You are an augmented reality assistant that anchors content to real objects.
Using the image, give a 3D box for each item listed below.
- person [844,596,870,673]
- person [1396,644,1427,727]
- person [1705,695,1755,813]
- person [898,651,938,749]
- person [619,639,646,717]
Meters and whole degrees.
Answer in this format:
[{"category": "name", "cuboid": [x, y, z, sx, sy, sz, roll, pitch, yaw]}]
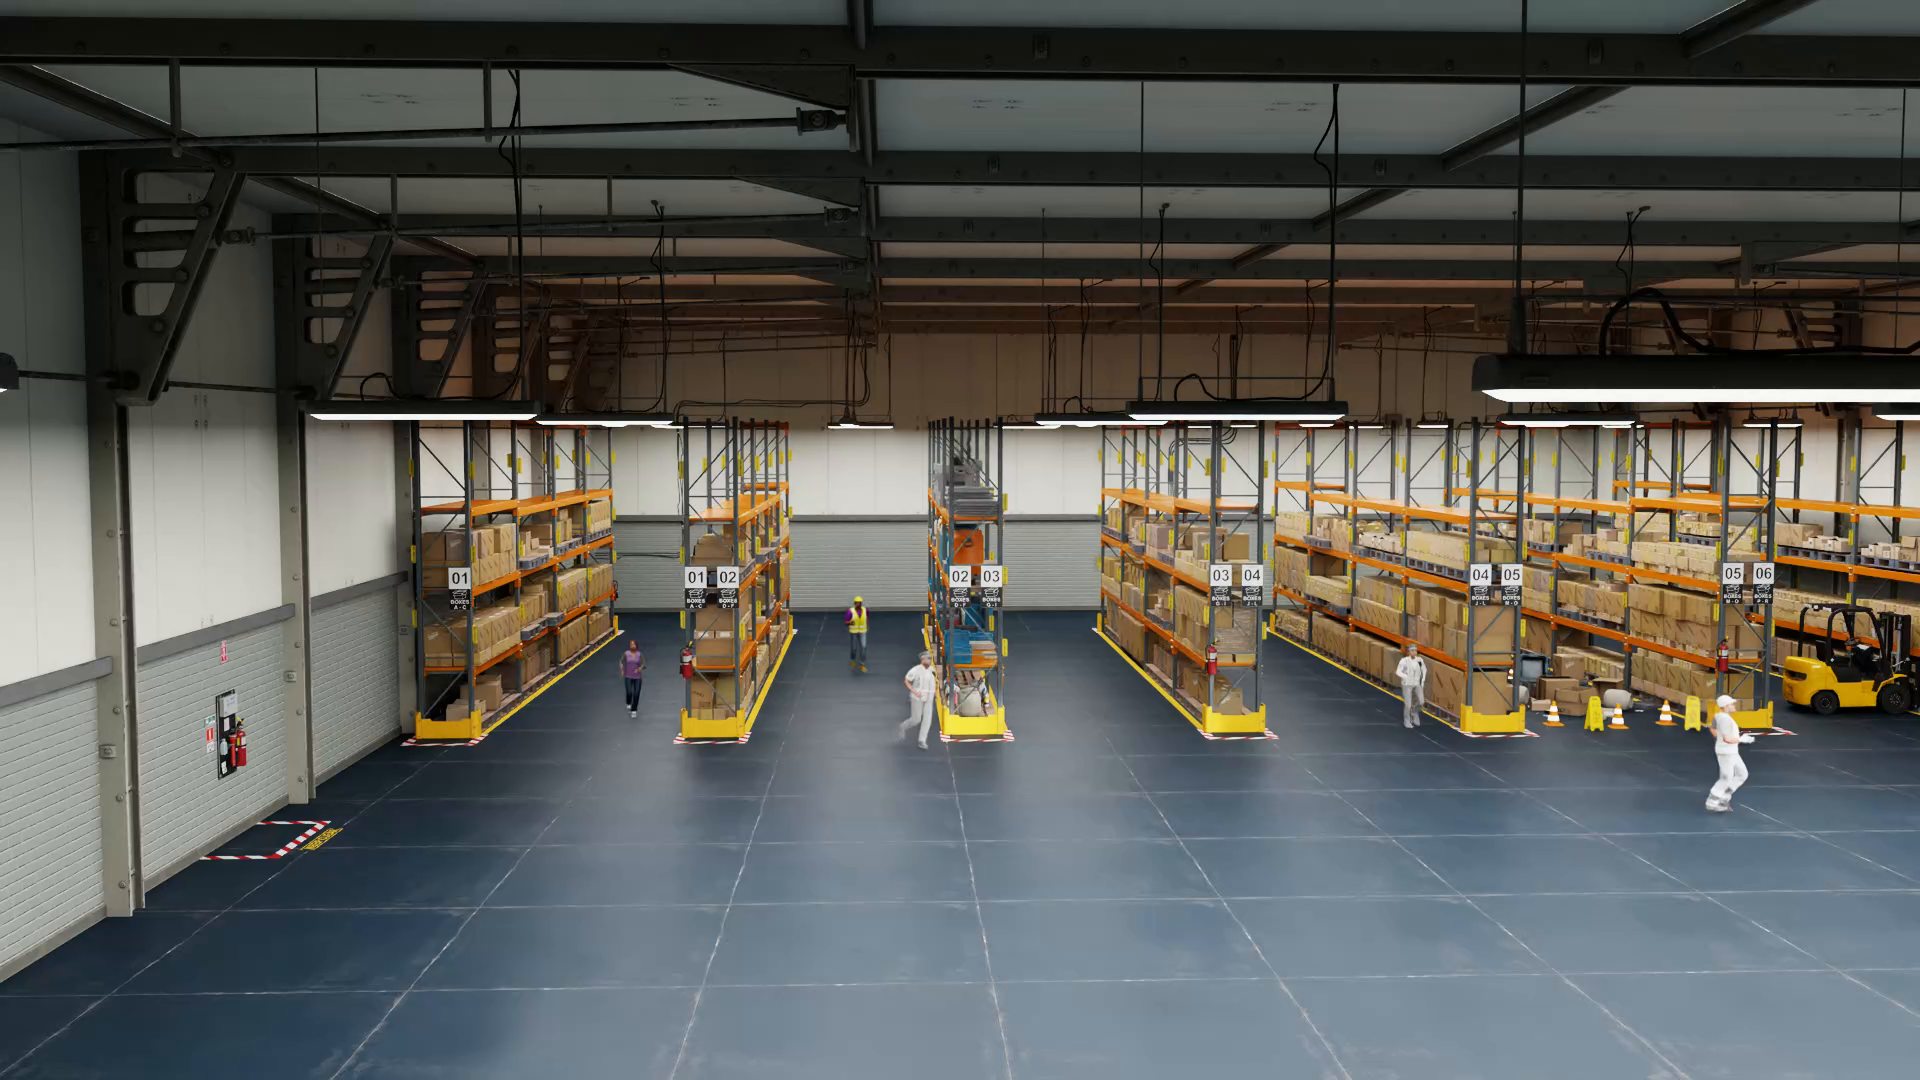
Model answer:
[{"category": "person", "cuboid": [-2.456, 2.228, 39.812, 0.654, 1.781, 0.935, -1, 4, -13]}, {"category": "person", "cuboid": [8.724, 2.804, 32.034, 0.638, 1.650, 0.634, 0, 4, -3]}, {"category": "person", "cuboid": [11.520, 3.212, 24.853, 0.645, 1.786, 0.613, 2, 4, 26]}, {"category": "person", "cuboid": [-0.665, 2.881, 30.318, 0.719, 1.730, 0.845, -3, 5, -35]}, {"category": "person", "cuboid": [-6.542, 2.770, 33.237, 0.522, 1.559, 0.549, -1, 4, -12]}]
